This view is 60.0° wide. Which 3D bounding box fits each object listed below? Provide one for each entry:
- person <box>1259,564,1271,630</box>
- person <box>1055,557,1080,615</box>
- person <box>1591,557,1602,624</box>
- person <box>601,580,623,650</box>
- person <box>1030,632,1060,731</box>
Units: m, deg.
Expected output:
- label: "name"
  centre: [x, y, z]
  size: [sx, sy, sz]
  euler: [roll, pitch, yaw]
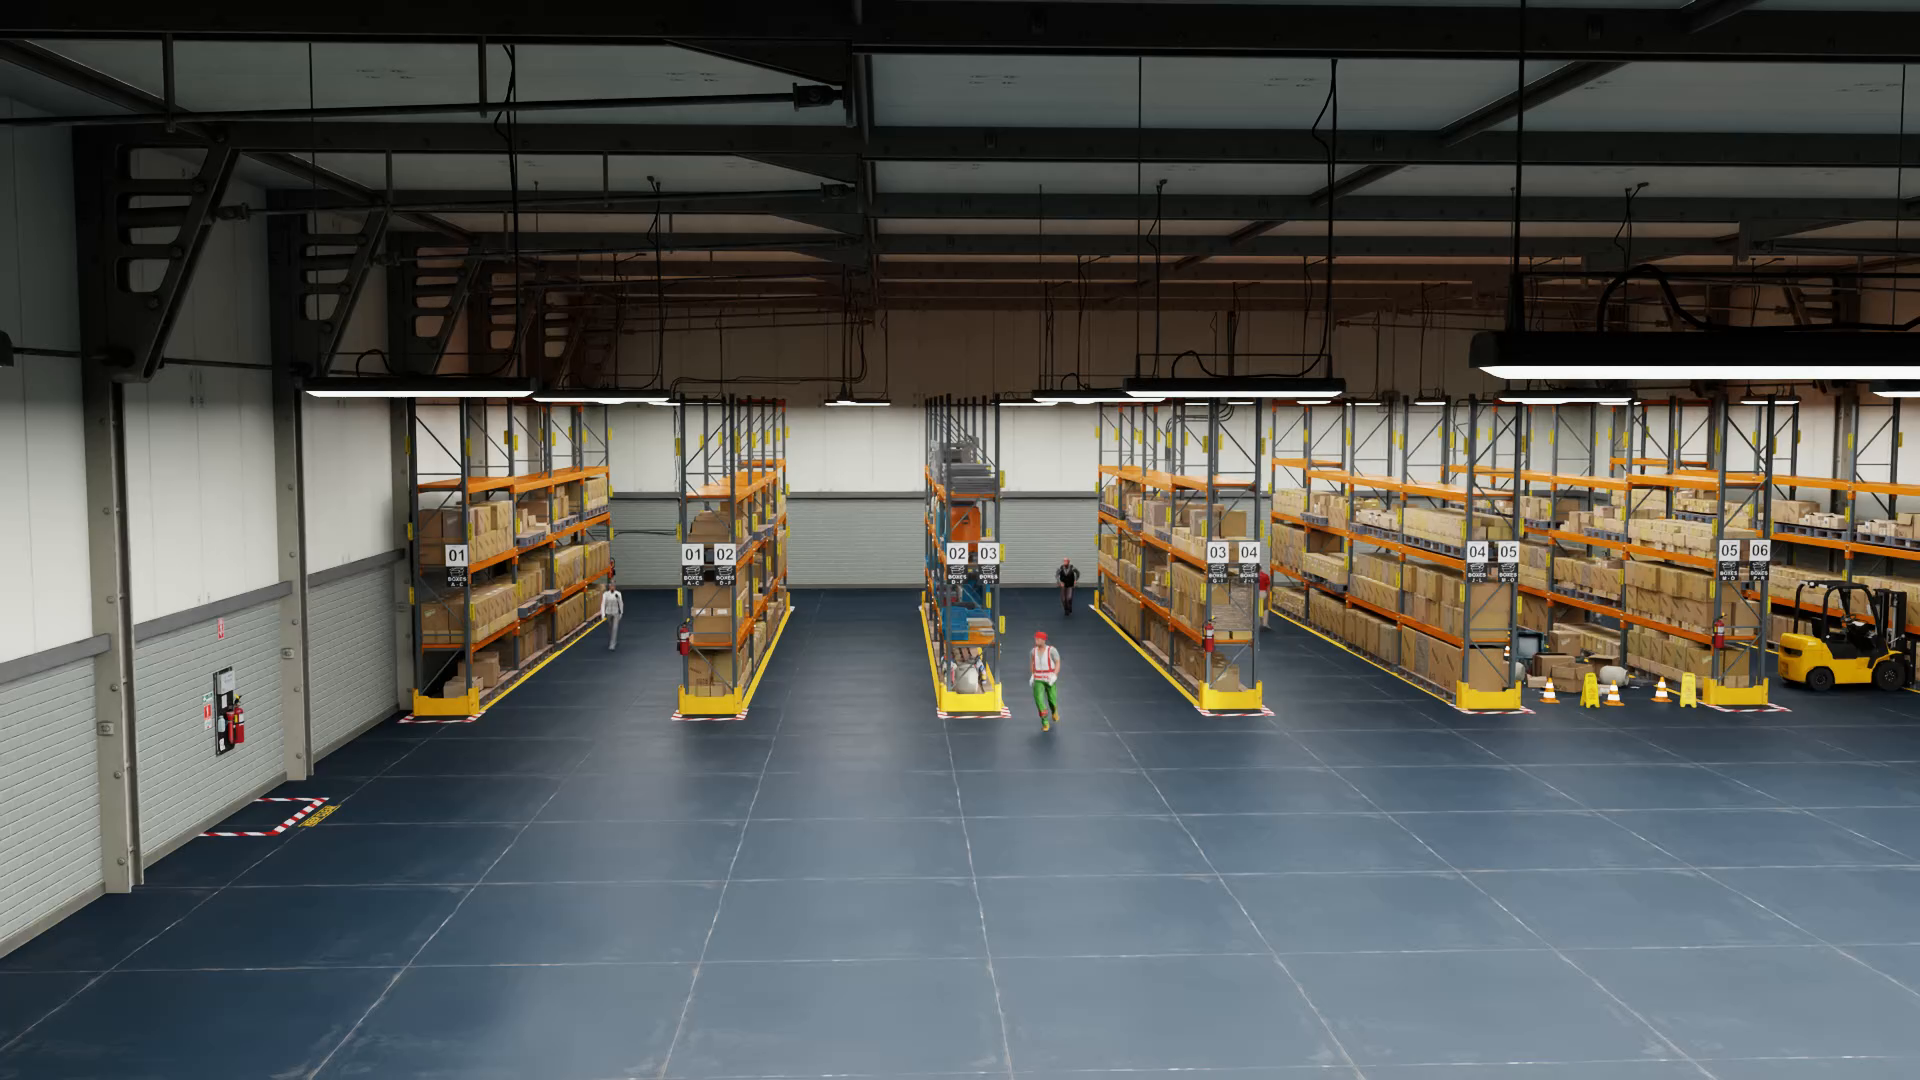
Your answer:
- label: "person"
  centre: [7.742, 1.478, 42.926]
  size: [0.576, 1.723, 0.548]
  euler: [0, 5, -4]
- label: "person"
  centre: [2.980, 1.273, 46.041]
  size: [0.689, 1.631, 0.718]
  euler: [1, 5, 8]
- label: "person"
  centre: [16.928, 1.347, 44.128]
  size: [0.598, 1.791, 0.485]
  euler: [-3, 6, -36]
- label: "person"
  centre: [-8.311, 1.754, 39.628]
  size: [0.477, 1.616, 1.034]
  euler: [0, 5, 1]
- label: "person"
  centre: [1.524, 2.500, 29.764]
  size: [0.581, 1.754, 0.685]
  euler: [1, 5, 17]
